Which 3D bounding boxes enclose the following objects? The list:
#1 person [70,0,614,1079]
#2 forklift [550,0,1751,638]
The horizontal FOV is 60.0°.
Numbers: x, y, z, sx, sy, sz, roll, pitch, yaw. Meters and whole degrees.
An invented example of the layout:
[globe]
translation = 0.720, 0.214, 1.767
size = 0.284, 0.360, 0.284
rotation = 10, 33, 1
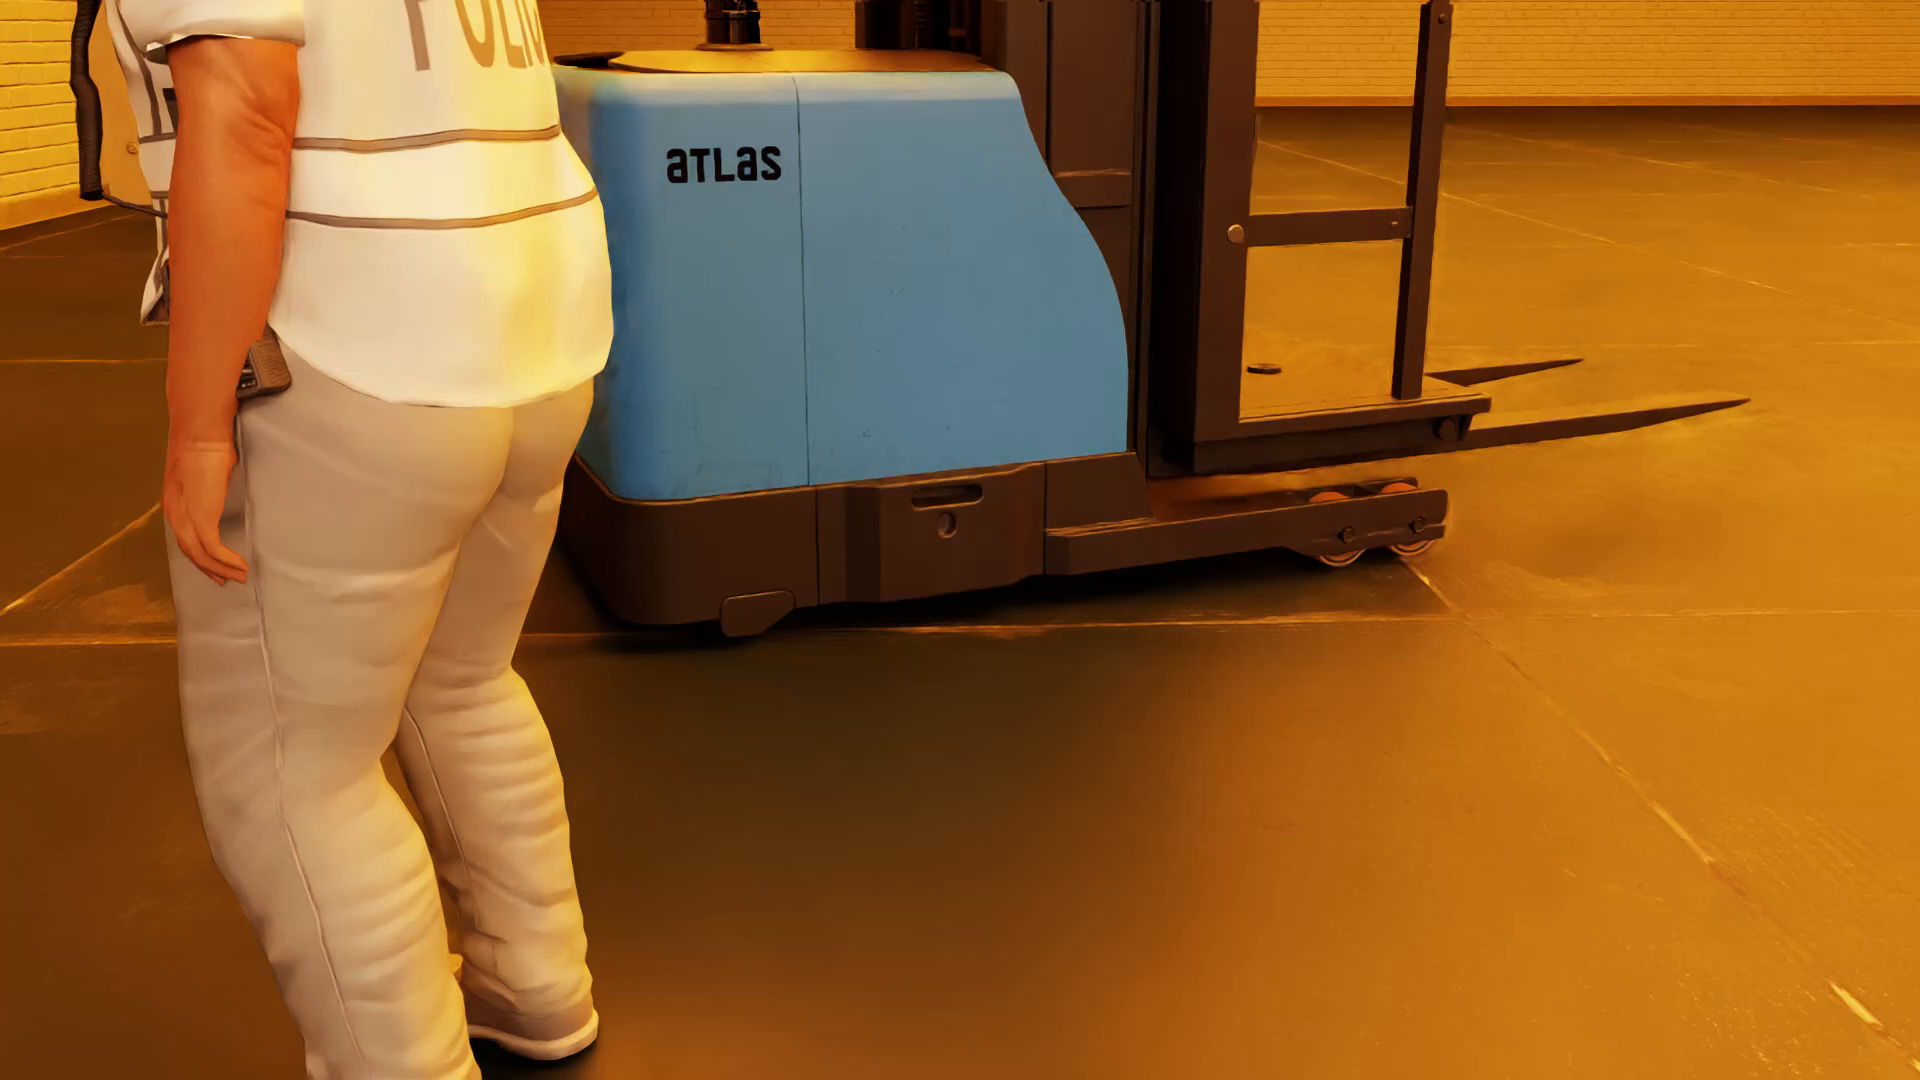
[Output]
[person]
translation = -0.585, -0.155, 1.583
size = 0.470, 1.664, 0.548
rotation = 3, 17, 11
[forklift]
translation = 0.560, -1.476, 3.733
size = 3.031, 2.935, 1.130
rotation = -7, 18, -22
